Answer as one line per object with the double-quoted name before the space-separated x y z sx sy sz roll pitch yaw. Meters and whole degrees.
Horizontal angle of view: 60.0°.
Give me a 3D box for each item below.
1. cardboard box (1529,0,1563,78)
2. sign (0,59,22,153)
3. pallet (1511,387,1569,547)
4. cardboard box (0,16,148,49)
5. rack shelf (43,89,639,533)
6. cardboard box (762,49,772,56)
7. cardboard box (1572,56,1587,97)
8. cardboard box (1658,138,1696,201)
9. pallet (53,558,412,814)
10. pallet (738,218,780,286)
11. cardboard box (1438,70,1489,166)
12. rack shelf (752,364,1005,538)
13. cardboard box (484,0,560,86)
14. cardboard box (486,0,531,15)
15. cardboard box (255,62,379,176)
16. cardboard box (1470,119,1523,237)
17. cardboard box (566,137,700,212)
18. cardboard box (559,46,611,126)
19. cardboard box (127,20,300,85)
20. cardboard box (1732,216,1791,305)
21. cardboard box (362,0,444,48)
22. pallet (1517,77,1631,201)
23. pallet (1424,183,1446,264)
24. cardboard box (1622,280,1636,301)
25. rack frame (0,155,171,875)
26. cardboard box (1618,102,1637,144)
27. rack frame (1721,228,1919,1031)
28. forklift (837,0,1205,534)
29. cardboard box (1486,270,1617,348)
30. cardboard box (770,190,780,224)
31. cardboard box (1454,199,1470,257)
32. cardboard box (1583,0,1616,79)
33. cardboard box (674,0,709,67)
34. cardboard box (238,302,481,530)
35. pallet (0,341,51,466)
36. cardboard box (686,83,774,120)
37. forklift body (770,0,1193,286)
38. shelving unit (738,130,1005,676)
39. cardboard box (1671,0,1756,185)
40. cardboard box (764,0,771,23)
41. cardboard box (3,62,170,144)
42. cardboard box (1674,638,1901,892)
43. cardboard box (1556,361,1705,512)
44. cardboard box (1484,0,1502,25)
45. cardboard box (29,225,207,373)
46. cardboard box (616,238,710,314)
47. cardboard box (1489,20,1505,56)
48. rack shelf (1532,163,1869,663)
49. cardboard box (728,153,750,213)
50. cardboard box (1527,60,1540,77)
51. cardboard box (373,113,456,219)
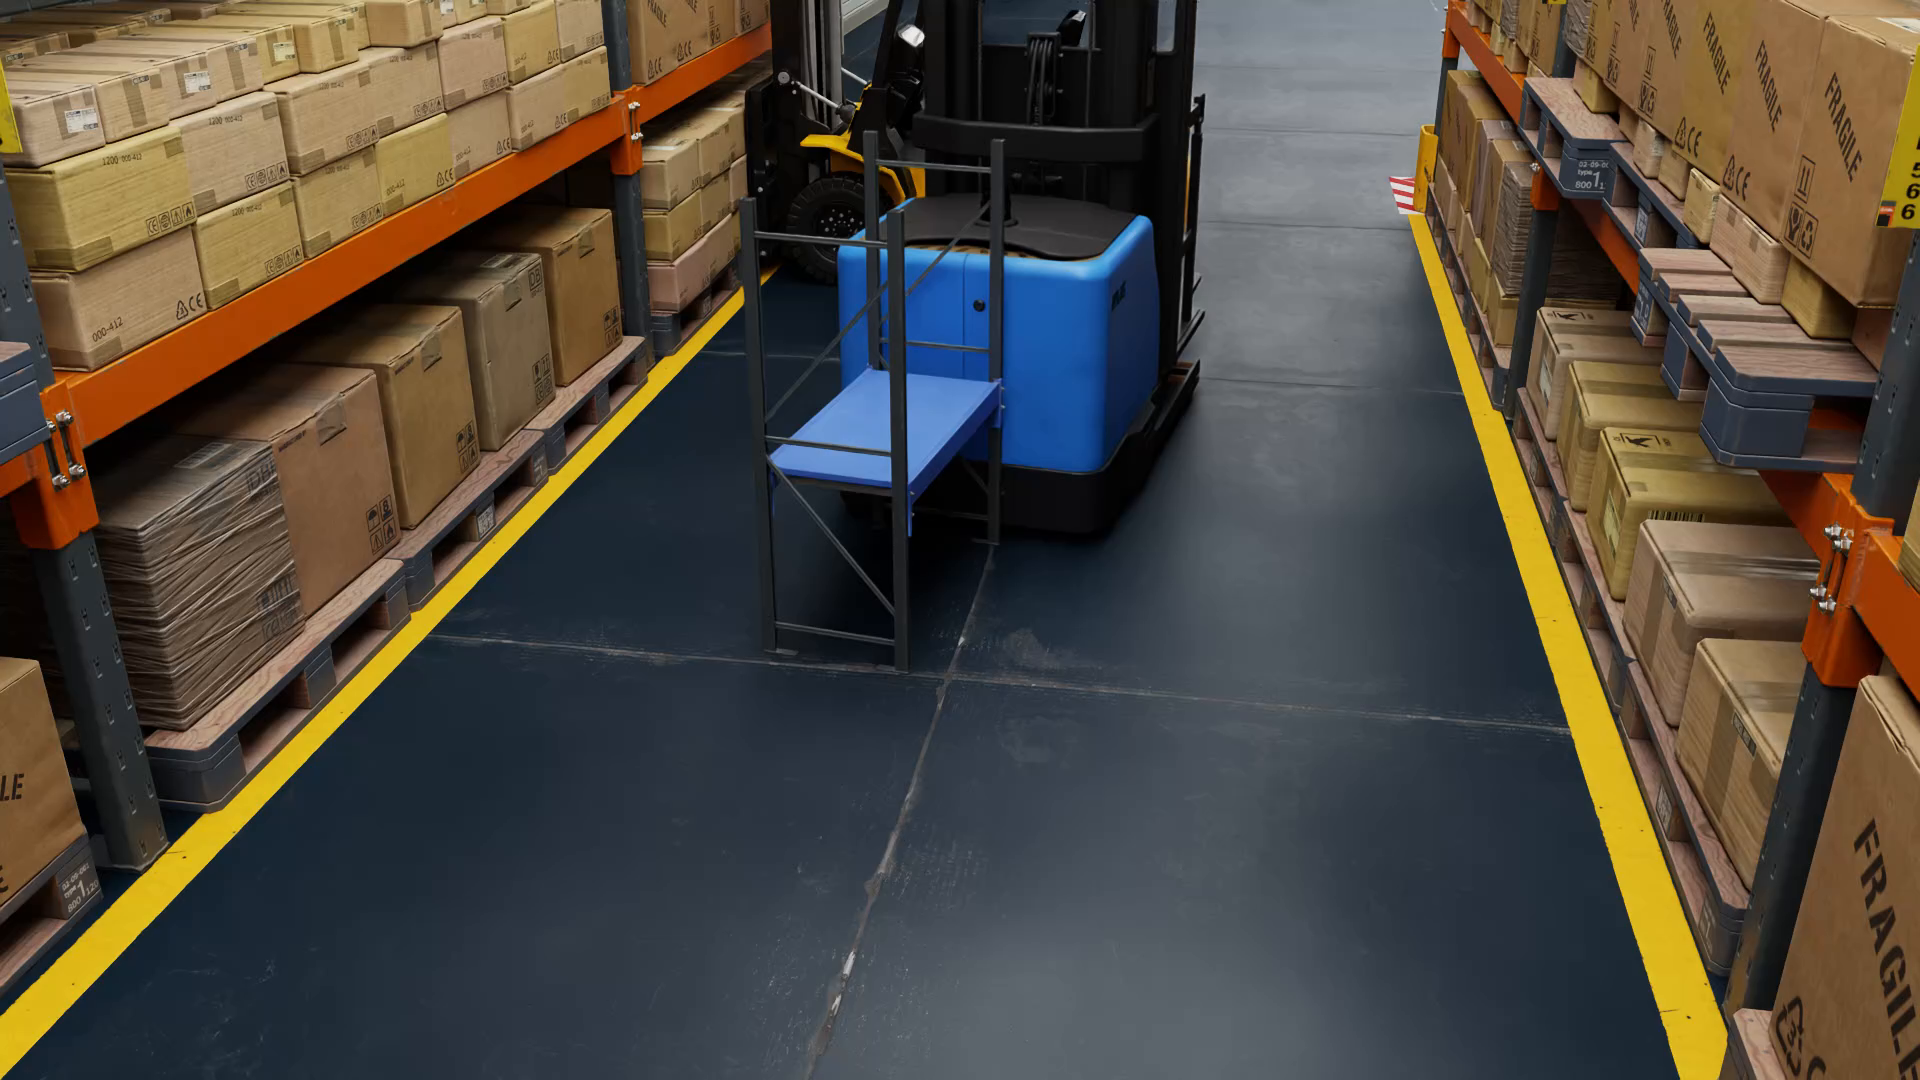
"cardboard box" 2.747 -2.253 7.057 0.500 0.500 0.500 3 25 7
"sign" -2.094 -0.994 3.564 0.100 0.325 0.005 4 25 9
"pallet" 2.794 -0.282 6.602 1.003 0.211 1.213 4 25 9
"cardboard box" -2.652 -1.461 4.951 0.380 0.149 0.250 4 25 8
"rack shelf" -2.304 -1.050 5.804 1.077 0.370 4.000 4 25 9
"cardboard box" -1.091 -3.069 10.837 0.500 0.250 0.500 5 26 10
"cardboard box" 2.518 -1.737 6.224 0.380 0.149 0.250 4 25 9
"cardboard box" 2.263 -1.081 4.821 0.380 0.149 0.250 3 25 7
"pallet" -2.458 0.382 5.185 1.003 0.211 1.213 4 25 9
"pallet" -1.609 -1.791 9.827 1.003 0.211 1.213 4 25 9
"cardboard box" 3.166 -2.499 9.915 0.500 0.500 0.500 3 25 7
"rack shelf" -0.245 -0.325 5.599 0.538 0.185 1.000 8 26 16
"cardboard box" -1.882 -1.932 6.427 0.500 0.250 0.500 3 25 7
"cardboard box" -1.843 -2.066 6.243 0.380 0.149 0.250 3 25 7
"cardboard box" -2.131 -1.294 5.063 0.500 0.250 0.500 3 25 7
"cardboard box" 2.916 -1.847 8.521 0.500 0.500 0.500 5 26 11
"cardboard box" -1.589 -1.791 8.106 0.500 0.250 0.500 4 25 8
"cardboard box" -1.802 -1.916 6.981 0.500 0.250 0.500 5 25 10
"cardboard box" -2.188 -1.430 4.883 0.380 0.149 0.250 4 25 9
"cardboard box" 2.057 -0.653 3.907 0.380 0.149 0.250 4 25 8
"cardboard box" -1.961 -1.741 5.547 0.380 0.149 0.250 3 25 7
"pallet" 2.652 -1.474 6.086 1.003 0.211 1.213 4 25 9
"pallet" 3.394 -1.911 10.084 1.003 0.211 1.213 4 25 9
"cardboard box" 3.283 -1.383 7.529 0.500 0.500 0.500 5 26 11
"rack frame" -2.631 -0.540 3.864 1.000 3.000 0.127 4 25 9
"cardboard box" 2.414 -1.405 5.514 0.380 0.149 0.250 4 25 9
"rack frame" 2.266 -0.197 3.133 1.000 3.000 0.127 4 25 9
"forklift" 0.473 -1.952 6.964 1.130 2.935 3.031 8 26 16
"cardboard box" 2.752 -1.081 7.769 0.500 0.250 0.500 5 26 11
"cardboard box" -1.333 -1.977 9.684 0.500 0.250 0.500 5 26 10
"cardboard box" 3.002 -1.728 9.151 0.500 0.250 0.500 6 26 12
"cardboard box" 2.479 -1.855 5.710 0.500 0.500 0.500 4 25 9
"cardboard box" -1.579 -2.644 8.243 0.500 0.500 0.500 4 25 9
"cardboard box" -2.307 -0.470 6.021 0.875 0.625 0.625 3 25 6
"pallet" -2.673 -0.164 3.289 1.213 0.211 1.003 4 25 9
"cardboard box" -1.332 -2.432 9.476 0.500 0.250 0.500 4 25 7
"forklift body" 0.166 -2.582 9.228 2.313 2.155 1.214 4 25 9
"shelving unit" -0.245 -0.488 5.523 0.538 1.500 1.048 8 26 16
"cardboard box" 2.221 -1.205 4.322 0.500 0.500 0.500 2 25 5
"cardboard box" -1.322 -3.276 9.593 0.500 0.500 0.500 4 25 8
"cardboard box" -2.246 -1.103 4.186 0.380 0.149 0.250 5 25 10
"cardboard box" 2.369 0.567 4.104 0.950 0.372 0.625 2 25 5
"cardboard box" 2.723 -0.350 6.063 0.950 0.372 0.625 6 26 12
"cardboard box" 2.984 -2.901 8.440 0.500 0.500 0.500 4 25 7
"cardboard box" -2.317 -0.640 4.257 0.500 0.250 0.500 4 25 9
"cardboard box" -1.572 -1.337 8.316 0.500 0.250 0.500 4 25 9
"cardboard box" 2.912 -2.552 8.460 0.380 0.149 0.250 4 25 9
"rack shelf" 2.593 -0.708 5.073 1.077 0.370 4.000 4 25 9
"cardboard box" -1.420 -1.985 9.111 0.500 0.250 0.500 4 25 8
"cardboard box" 2.706 -2.017 7.317 0.380 0.149 0.250 5 25 10
"cardboard box" -2.067 -1.283 5.630 0.500 0.250 0.500 5 26 10
